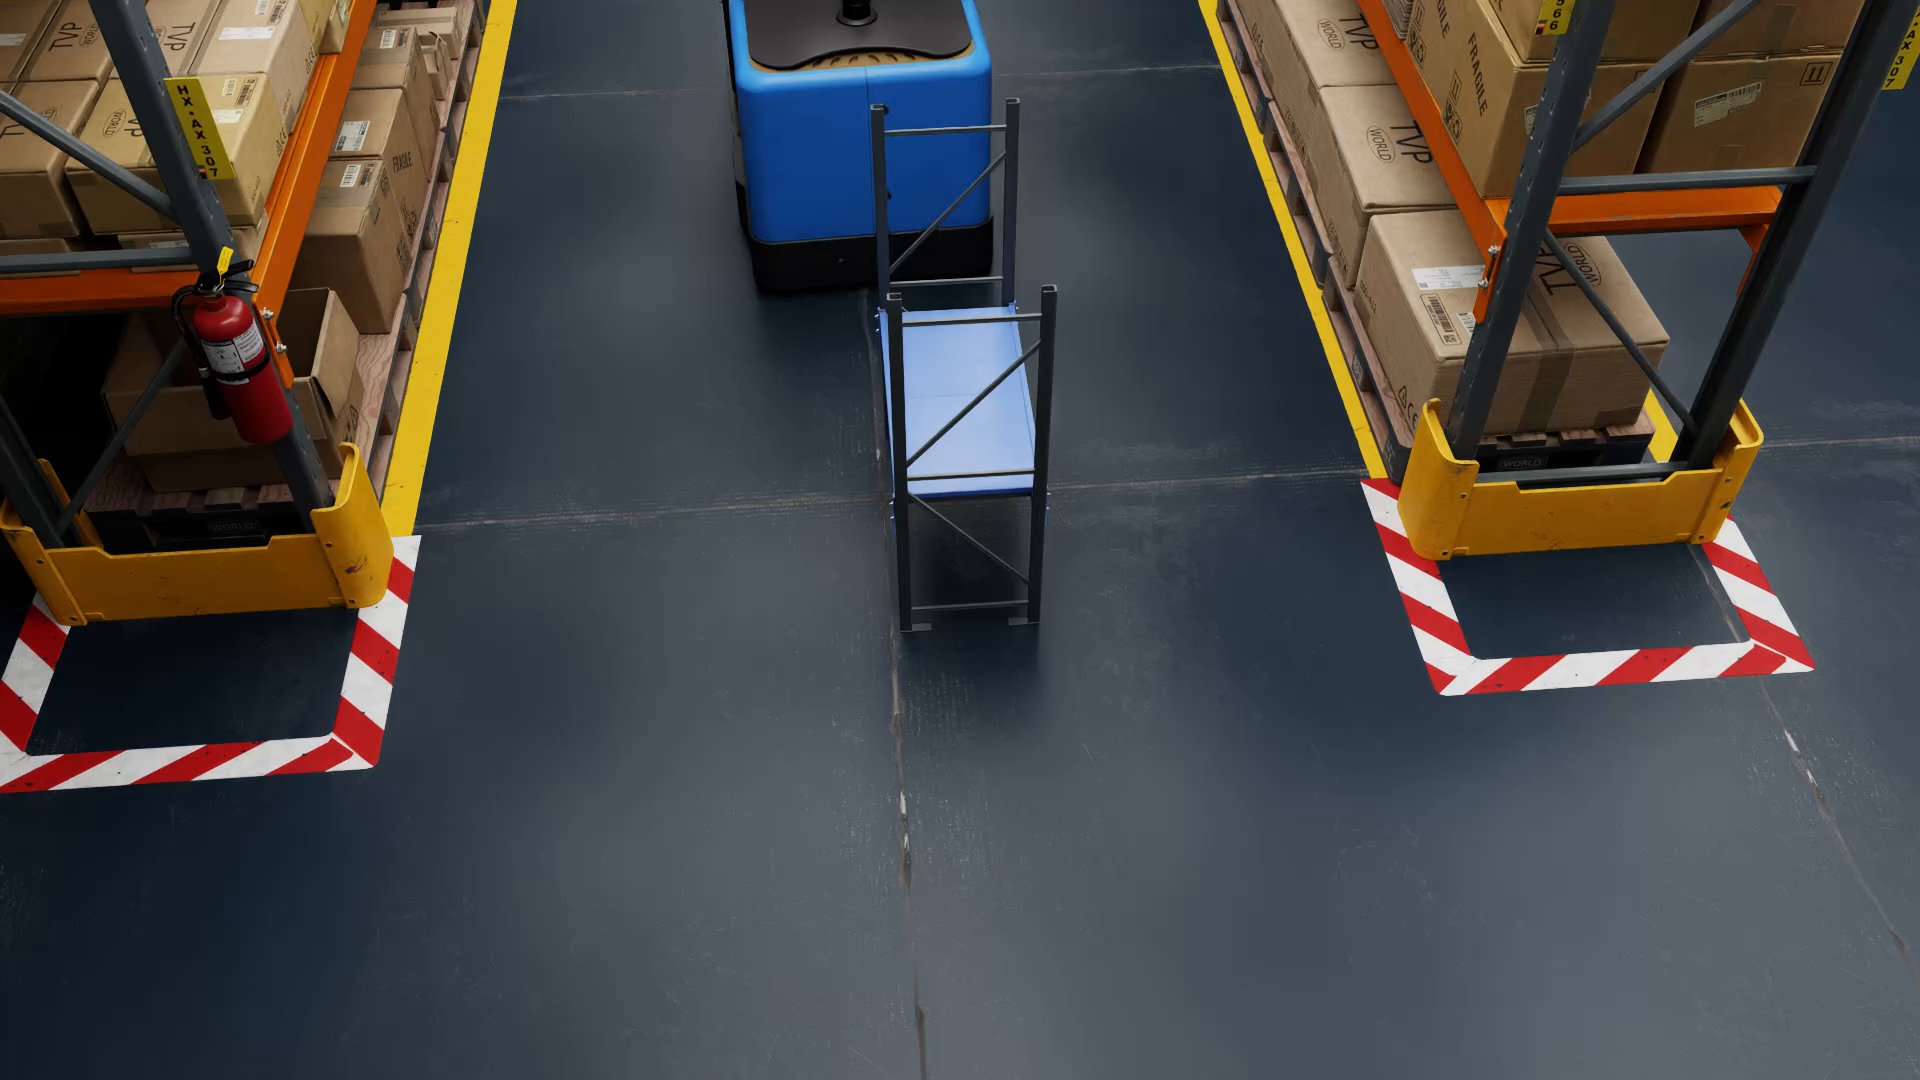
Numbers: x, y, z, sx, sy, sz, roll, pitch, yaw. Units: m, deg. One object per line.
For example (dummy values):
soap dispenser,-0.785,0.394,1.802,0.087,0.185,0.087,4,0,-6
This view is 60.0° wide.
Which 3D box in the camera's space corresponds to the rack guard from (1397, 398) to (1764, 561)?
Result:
rack guard,2.266,-0.251,6.144,1.175,0.500,0.348,-3,47,-3

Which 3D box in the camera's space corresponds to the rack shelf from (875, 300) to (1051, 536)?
rack shelf,-0.007,-0.454,5.895,0.538,0.185,1.000,-3,47,-3

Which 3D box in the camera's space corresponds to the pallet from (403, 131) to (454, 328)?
pallet,-2.855,-1.377,7.409,1.003,0.211,1.213,-3,47,-3

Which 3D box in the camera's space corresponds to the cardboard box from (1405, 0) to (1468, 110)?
cardboard box,1.933,-1.860,5.876,0.500,0.500,0.500,-4,47,-4

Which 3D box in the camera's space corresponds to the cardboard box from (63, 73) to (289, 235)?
cardboard box,-2.452,-1.219,5.237,0.500,0.250,0.500,-3,47,-3

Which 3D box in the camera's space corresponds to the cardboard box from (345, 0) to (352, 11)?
cardboard box,-2.537,-2.116,6.361,0.380,0.149,0.250,-3,47,-2

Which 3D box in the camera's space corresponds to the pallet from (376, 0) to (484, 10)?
pallet,-3.123,-3.345,9.273,1.003,0.211,1.213,-3,47,-3

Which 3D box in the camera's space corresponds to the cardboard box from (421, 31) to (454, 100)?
cardboard box,-2.648,-2.279,7.936,0.396,0.266,0.258,-2,47,-2

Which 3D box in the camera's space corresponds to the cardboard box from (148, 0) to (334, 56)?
cardboard box,-2.540,-1.951,5.930,0.500,0.250,0.500,-4,47,-4

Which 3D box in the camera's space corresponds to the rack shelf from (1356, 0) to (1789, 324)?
rack shelf,2.096,-2.328,6.884,1.077,0.370,4.000,-3,47,-3

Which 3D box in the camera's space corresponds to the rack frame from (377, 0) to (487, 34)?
rack frame,-3.017,-3.718,7.705,1.000,3.000,0.127,-3,47,-3

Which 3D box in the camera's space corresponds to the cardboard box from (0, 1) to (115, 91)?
cardboard box,-3.027,-1.564,5.564,0.500,0.250,0.500,-3,47,-3

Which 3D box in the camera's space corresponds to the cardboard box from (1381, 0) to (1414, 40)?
cardboard box,1.880,-2.231,6.228,0.500,0.500,0.500,-2,47,-2

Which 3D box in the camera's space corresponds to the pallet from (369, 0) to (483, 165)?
pallet,-2.960,-2.262,8.247,1.003,0.211,1.213,-3,47,-3

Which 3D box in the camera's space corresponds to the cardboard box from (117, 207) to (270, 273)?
cardboard box,-2.436,-0.992,5.297,0.380,0.149,0.250,-4,47,-4

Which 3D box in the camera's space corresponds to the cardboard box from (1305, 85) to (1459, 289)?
cardboard box,2.024,-1.525,7.104,0.875,0.438,0.875,-2,47,-2

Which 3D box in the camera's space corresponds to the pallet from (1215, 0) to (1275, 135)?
pallet,1.915,-2.509,8.480,1.003,0.211,1.213,-3,47,-3

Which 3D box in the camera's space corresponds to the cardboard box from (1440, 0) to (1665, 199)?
cardboard box,1.960,-1.496,5.532,0.500,0.500,0.500,-3,47,-3

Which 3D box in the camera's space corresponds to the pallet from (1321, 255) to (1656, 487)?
pallet,2.119,-0.743,6.808,1.003,0.211,1.213,-3,47,-3

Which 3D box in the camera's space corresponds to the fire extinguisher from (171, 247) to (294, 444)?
fire extinguisher,-2.209,-0.591,5.054,0.296,0.674,0.183,-3,47,-3

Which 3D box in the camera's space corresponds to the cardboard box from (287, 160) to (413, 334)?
cardboard box,-2.672,-1.178,6.732,0.700,0.500,0.500,-2,47,-2

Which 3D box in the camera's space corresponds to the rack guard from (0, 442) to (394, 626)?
rack guard,-2.688,-0.019,5.924,1.175,0.500,0.348,-3,47,-3

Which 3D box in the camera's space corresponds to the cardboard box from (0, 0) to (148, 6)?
cardboard box,-3.064,-1.923,5.904,0.500,0.250,0.500,-2,47,-2

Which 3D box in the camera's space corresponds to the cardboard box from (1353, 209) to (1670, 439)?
cardboard box,2.109,-0.863,6.477,0.875,0.438,0.875,-5,47,-5

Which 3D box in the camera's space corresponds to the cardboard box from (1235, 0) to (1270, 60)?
cardboard box,1.875,-2.825,8.335,0.875,0.438,0.875,-4,47,-4

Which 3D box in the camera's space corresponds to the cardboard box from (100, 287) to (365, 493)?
cardboard box,-2.639,-0.558,6.143,0.797,0.503,0.637,-5,47,-5

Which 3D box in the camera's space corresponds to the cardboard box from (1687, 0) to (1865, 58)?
cardboard box,2.507,-1.871,5.199,0.500,0.500,0.500,-4,47,-4

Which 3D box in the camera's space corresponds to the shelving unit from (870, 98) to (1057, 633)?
shelving unit,-0.007,-0.577,5.764,0.538,1.500,1.048,-3,47,-3

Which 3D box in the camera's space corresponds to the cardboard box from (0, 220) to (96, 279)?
cardboard box,-2.977,-0.961,5.267,0.380,0.149,0.250,-4,47,-4

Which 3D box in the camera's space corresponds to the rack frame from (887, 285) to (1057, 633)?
rack frame,0.035,-0.210,5.416,0.500,1.500,0.032,-3,47,-3

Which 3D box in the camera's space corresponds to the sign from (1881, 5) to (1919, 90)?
sign,2.817,-1.483,4.937,0.100,0.325,0.005,-3,47,-3

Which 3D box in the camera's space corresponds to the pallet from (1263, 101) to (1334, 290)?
pallet,2.020,-1.624,7.643,1.003,0.211,1.213,-3,47,-3

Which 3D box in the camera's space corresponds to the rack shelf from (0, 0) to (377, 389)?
rack shelf,-2.850,-2.024,6.596,1.077,0.370,4.000,-3,47,-3

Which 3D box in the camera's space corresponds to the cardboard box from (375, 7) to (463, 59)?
cardboard box,-2.678,-2.497,8.223,0.380,0.149,0.250,-5,47,-4

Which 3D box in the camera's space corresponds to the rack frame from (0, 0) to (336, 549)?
rack frame,-2.682,-0.824,4.964,1.000,3.000,0.127,-3,47,-3

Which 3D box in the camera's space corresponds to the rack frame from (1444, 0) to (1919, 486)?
rack frame,2.264,-1.128,5.253,1.000,3.000,0.127,-3,47,-3

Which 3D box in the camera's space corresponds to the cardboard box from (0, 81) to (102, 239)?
cardboard box,-2.985,-1.191,5.211,0.500,0.250,0.500,-2,47,-2

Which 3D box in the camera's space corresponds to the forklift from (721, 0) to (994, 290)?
forklift,-0.577,-3.170,7.234,1.130,2.935,3.031,-6,47,-6

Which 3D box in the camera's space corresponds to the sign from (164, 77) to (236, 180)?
sign,-2.141,-1.155,4.681,0.100,0.325,0.005,-3,47,-3

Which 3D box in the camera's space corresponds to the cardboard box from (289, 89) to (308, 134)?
cardboard box,-2.520,-1.548,5.823,0.380,0.149,0.250,-2,47,-2

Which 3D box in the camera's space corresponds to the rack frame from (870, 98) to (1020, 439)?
rack frame,-0.050,-0.945,6.112,0.500,1.500,0.032,-3,47,-3

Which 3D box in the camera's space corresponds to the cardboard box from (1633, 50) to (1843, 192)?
cardboard box,2.510,-1.527,5.562,0.500,0.500,0.500,-4,47,-4

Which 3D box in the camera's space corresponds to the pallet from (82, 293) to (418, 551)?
pallet,-2.756,-0.497,6.575,1.003,0.211,1.213,-3,47,-3

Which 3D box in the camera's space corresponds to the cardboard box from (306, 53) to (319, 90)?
cardboard box,-2.548,-1.740,6.005,0.380,0.149,0.250,-3,47,-3

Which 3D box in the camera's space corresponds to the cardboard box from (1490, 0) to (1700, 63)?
cardboard box,1.986,-1.841,5.170,0.500,0.500,0.500,-2,47,-2

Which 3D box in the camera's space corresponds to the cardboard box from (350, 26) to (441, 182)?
cardboard box,-2.759,-1.929,7.443,0.700,0.500,0.500,-5,47,-5

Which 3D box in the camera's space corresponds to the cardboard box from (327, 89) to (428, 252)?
cardboard box,-2.616,-1.566,7.100,0.500,0.500,0.500,-3,47,-3

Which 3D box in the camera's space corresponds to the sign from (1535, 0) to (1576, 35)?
sign,1.722,-1.585,4.725,0.100,0.325,0.005,-3,47,-3

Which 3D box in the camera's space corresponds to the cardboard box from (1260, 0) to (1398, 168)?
cardboard box,1.950,-2.177,7.721,0.875,0.438,0.875,-5,47,-4

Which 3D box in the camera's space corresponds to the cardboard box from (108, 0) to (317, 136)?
cardboard box,-2.494,-1.584,5.583,0.500,0.250,0.500,-3,47,-3

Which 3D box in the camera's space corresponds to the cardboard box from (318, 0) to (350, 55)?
cardboard box,-2.495,-1.927,6.182,0.380,0.149,0.250,-5,47,-4
